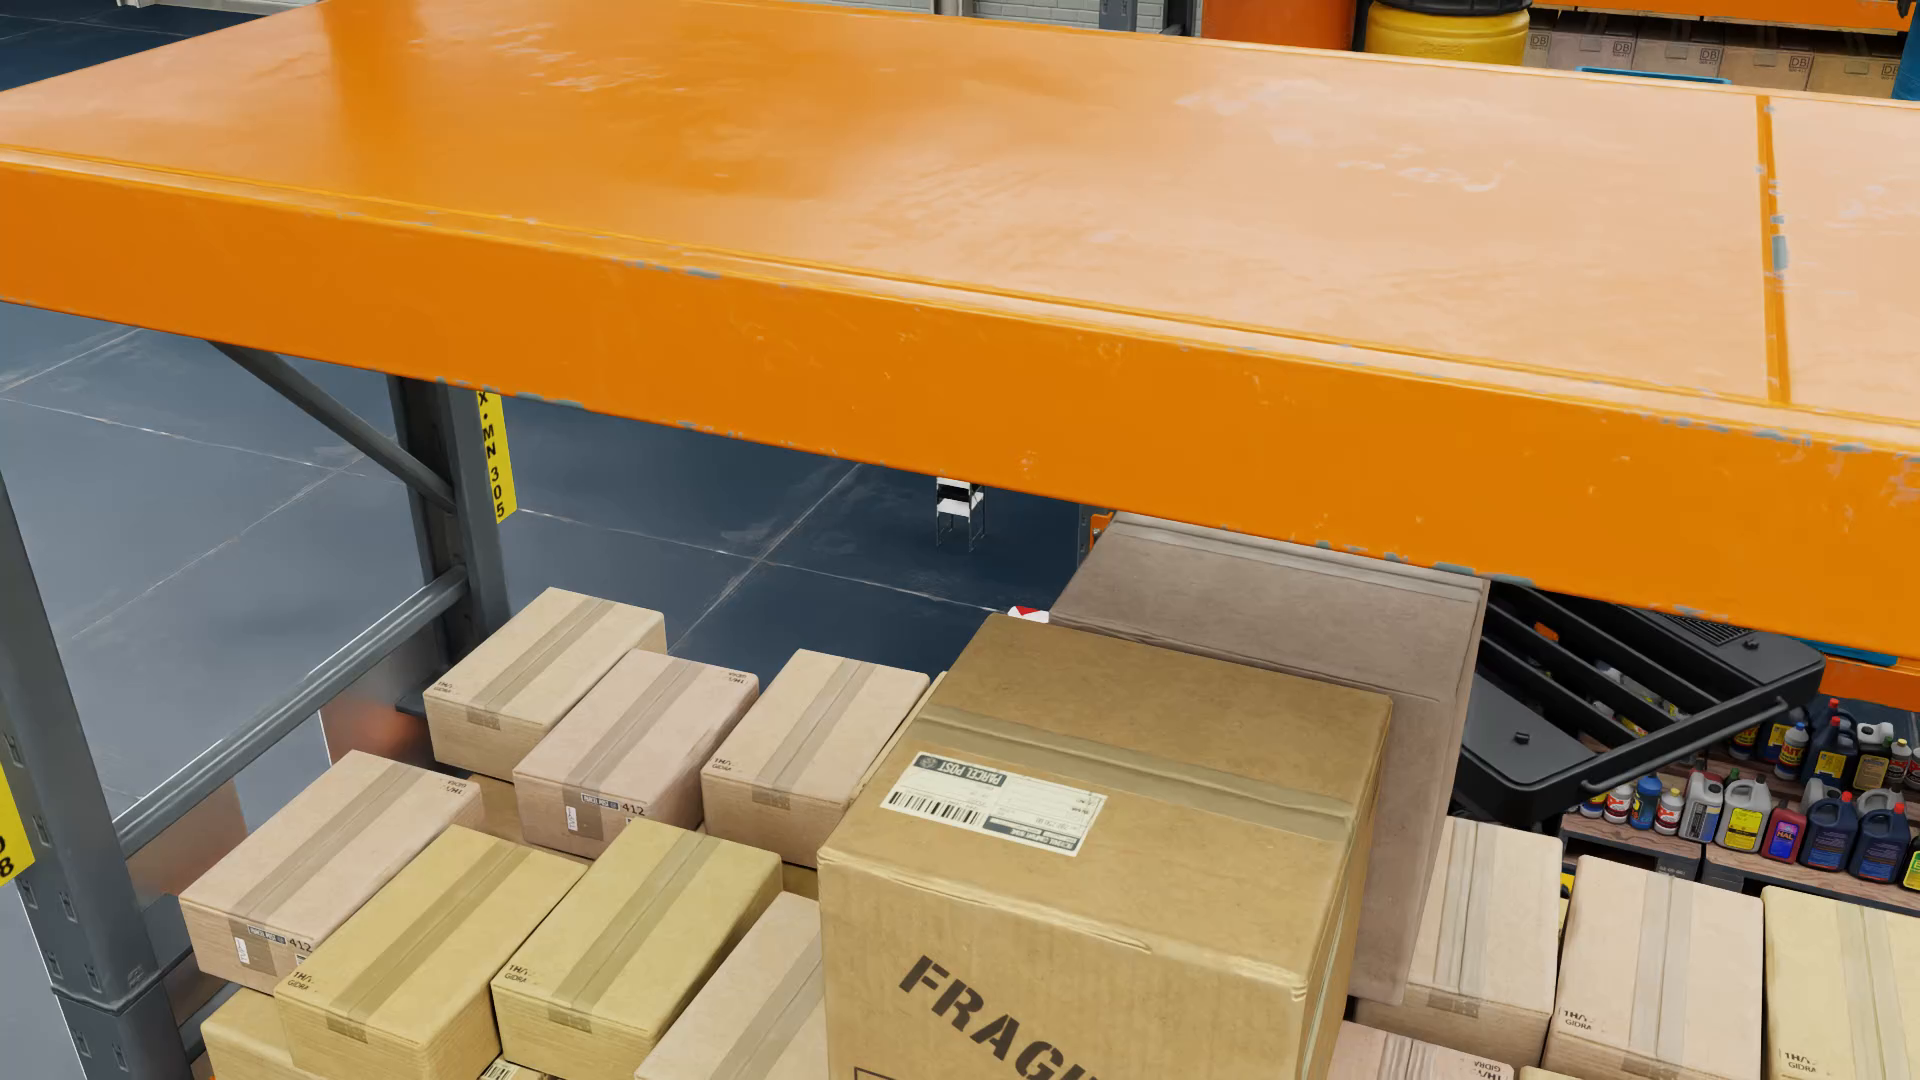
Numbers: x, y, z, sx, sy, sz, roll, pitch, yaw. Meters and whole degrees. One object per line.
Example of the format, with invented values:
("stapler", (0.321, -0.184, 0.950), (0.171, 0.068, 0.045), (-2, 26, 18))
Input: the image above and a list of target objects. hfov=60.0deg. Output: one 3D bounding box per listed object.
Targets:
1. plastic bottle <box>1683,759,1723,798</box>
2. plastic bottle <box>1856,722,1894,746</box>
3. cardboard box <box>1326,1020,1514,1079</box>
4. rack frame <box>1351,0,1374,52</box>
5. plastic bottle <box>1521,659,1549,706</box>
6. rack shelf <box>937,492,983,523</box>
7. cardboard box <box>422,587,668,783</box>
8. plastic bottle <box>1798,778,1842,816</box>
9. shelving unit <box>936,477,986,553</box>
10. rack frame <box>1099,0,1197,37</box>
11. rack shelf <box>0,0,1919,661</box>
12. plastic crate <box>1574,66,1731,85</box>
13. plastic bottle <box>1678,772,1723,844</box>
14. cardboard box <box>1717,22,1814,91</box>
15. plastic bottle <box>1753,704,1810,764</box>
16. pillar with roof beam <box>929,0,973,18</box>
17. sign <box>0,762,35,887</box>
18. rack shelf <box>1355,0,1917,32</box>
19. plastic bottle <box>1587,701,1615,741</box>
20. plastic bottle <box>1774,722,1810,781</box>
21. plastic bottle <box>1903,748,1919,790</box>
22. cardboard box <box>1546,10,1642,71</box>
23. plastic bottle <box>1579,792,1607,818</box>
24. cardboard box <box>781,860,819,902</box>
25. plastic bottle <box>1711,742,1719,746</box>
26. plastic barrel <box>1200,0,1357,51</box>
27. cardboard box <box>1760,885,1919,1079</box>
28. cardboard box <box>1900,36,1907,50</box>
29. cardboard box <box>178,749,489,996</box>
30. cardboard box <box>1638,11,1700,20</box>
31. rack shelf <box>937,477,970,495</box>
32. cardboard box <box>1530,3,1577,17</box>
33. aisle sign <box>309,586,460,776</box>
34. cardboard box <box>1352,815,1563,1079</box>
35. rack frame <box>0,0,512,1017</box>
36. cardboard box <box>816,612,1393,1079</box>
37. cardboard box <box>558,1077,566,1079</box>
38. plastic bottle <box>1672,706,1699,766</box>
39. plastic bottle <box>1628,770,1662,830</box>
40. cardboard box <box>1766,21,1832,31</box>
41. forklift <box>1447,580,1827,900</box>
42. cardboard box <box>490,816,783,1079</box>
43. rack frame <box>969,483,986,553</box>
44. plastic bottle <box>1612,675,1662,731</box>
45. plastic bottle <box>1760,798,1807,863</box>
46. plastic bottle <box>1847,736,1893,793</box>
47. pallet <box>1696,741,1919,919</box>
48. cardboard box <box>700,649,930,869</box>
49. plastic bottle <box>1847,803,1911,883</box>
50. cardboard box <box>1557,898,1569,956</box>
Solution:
("plastic bottle", (3.180, 1.071, 7.120), (0.133, 0.283, 0.061), (11, 31, 19))
("plastic bottle", (4.031, 0.932, 7.374), (0.135, 0.276, 0.152), (12, 32, 21))
("cardboard box", (0.512, 0.785, 2.011), (0.250, 0.149, 0.380), (11, 31, 19))
("rack frame", (2.631, -2.754, 11.574), (0.127, 3.000, 1.000), (11, 31, 19))
("plastic bottle", (2.747, 0.648, 7.869), (0.133, 0.283, 0.061), (12, 32, 20))
("rack shelf", (0.008, -0.205, 9.631), (0.200, 0.077, 0.258), (11, 31, 19))
("cardboard box", (-0.723, 0.257, 2.946), (0.250, 0.149, 0.380), (11, 31, 19))
("plastic bottle", (3.621, 1.142, 7.001), (0.135, 0.276, 0.152), (11, 31, 19))
("shelving unit", (0.008, -0.390, 9.526), (0.210, 0.900, 0.258), (11, 31, 19))
("rack frame", (0.765, -3.108, 6.104), (0.127, 3.000, 1.000), (11, 31, 19))
("rack shelf", (0.756, -0.165, 1.631), (4.000, 0.370, 1.077), (11, 31, 19))
("plastic crate", (2.645, -1.580, 6.464), (0.575, 0.384, 0.392), (11, 31, 19))
("plastic bottle", (3.140, 1.123, 7.036), (0.135, 0.276, 0.152), (12, 32, 20))
("cardboard box", (4.991, -2.888, 10.390), (0.500, 0.500, 0.700), (11, 31, 19))
("plastic bottle", (3.705, 0.832, 7.475), (0.185, 0.351, 0.144), (10, 31, 17))
("pillar with roof beam", (-1.715, -7.037, 13.055), (0.400, 9.000, 9.100), (11, 31, 19))
("sign", (-1.301, 0.323, 2.193), (0.005, 0.325, 0.100), (11, 31, 19))
("rack shelf", (4.484, -3.377, 10.359), (4.000, 0.370, 1.077), (11, 31, 19))
("plastic bottle", (2.954, 0.815, 7.656), (0.097, 0.201, 0.097), (0, 29, 0))
("plastic bottle", (3.700, 0.930, 7.383), (0.097, 0.271, 0.097), (0, 29, 0))
("plastic bottle", (4.247, 0.993, 7.342), (0.097, 0.201, 0.097), (0, 29, 0))
("cardboard box", (4.064, -3.073, 10.718), (0.500, 0.500, 0.700), (11, 31, 19))
("plastic bottle", (2.738, 1.059, 7.153), (0.097, 0.271, 0.097), (0, 29, 0))
("cardboard box", (-0.091, 0.586, 2.769), (0.500, 0.250, 0.500), (11, 31, 19))
("plastic bottle", (3.451, 0.834, 7.623), (0.097, 0.201, 0.097), (0, 29, 0))
("plastic barrel", (1.263, -2.140, 6.576), (0.708, 0.830, 0.600), (11, 31, 19))
("cardboard box", (1.201, 0.663, 2.227), (0.250, 0.149, 0.380), (11, 31, 18))
("cardboard box", (5.924, -2.702, 10.061), (0.500, 0.500, 0.700), (11, 31, 19))
("cardboard box", (-0.929, 0.504, 2.508), (0.250, 0.149, 0.380), (11, 31, 19))
("cardboard box", (6.233, -4.774, 14.517), (0.500, 0.500, 0.500), (12, 32, 21))
("rack shelf", (0.008, -0.361, 9.542), (0.200, 0.077, 0.258), (11, 31, 19))
("cardboard box", (5.273, -4.962, 14.851), (0.500, 0.500, 0.500), (11, 31, 19))
("aisle sign", (-1.042, 0.482, 3.207), (0.004, 0.787, 0.394), (11, 31, 19))
("cardboard box", (0.717, 0.573, 2.387), (0.250, 0.149, 0.380), (10, 31, 17))
("rack frame", (-1.097, -0.850, 2.108), (0.127, 3.000, 1.000), (11, 31, 19))
("cardboard box", (0.177, 0.463, 1.922), (0.500, 0.500, 0.500), (11, 31, 19))
("cardboard box", (-0.268, 0.821, 2.353), (0.500, 0.250, 0.500), (11, 31, 18))
("plastic bottle", (3.278, 0.858, 7.505), (0.135, 0.276, 0.152), (11, 31, 19))
("plastic bottle", (2.926, 1.097, 7.087), (0.097, 0.271, 0.097), (0, 29, 0))
("cardboard box", (7.177, -4.580, 14.174), (0.500, 0.500, 0.500), (11, 31, 19))
("forklift", (1.490, 1.129, 4.774), (1.130, 2.935, 3.031), (-16, 33, -26))
("cardboard box", (-0.445, 0.587, 2.362), (0.250, 0.149, 0.380), (11, 31, 18))
("rack frame", (0.102, -0.371, 9.493), (0.006, 0.900, 0.240), (11, 31, 19))
("plastic bottle", (3.138, 0.719, 7.675), (0.185, 0.351, 0.144), (13, 32, 21))
("plastic bottle", (3.422, 1.200, 6.891), (0.133, 0.283, 0.061), (13, 32, 22))
("plastic bottle", (3.992, 0.977, 7.286), (0.133, 0.283, 0.061), (11, 31, 19))
("pallet", (3.865, 1.314, 7.210), (1.213, 0.211, 1.003), (11, 31, 19))
("cardboard box", (-0.231, 0.359, 2.765), (0.250, 0.149, 0.380), (10, 31, 17))
("plastic bottle", (3.766, 1.218, 6.792), (0.185, 0.351, 0.144), (10, 31, 18))
("cardboard box", (0.848, 0.775, 2.434), (0.500, 0.250, 0.500), (11, 31, 18))
